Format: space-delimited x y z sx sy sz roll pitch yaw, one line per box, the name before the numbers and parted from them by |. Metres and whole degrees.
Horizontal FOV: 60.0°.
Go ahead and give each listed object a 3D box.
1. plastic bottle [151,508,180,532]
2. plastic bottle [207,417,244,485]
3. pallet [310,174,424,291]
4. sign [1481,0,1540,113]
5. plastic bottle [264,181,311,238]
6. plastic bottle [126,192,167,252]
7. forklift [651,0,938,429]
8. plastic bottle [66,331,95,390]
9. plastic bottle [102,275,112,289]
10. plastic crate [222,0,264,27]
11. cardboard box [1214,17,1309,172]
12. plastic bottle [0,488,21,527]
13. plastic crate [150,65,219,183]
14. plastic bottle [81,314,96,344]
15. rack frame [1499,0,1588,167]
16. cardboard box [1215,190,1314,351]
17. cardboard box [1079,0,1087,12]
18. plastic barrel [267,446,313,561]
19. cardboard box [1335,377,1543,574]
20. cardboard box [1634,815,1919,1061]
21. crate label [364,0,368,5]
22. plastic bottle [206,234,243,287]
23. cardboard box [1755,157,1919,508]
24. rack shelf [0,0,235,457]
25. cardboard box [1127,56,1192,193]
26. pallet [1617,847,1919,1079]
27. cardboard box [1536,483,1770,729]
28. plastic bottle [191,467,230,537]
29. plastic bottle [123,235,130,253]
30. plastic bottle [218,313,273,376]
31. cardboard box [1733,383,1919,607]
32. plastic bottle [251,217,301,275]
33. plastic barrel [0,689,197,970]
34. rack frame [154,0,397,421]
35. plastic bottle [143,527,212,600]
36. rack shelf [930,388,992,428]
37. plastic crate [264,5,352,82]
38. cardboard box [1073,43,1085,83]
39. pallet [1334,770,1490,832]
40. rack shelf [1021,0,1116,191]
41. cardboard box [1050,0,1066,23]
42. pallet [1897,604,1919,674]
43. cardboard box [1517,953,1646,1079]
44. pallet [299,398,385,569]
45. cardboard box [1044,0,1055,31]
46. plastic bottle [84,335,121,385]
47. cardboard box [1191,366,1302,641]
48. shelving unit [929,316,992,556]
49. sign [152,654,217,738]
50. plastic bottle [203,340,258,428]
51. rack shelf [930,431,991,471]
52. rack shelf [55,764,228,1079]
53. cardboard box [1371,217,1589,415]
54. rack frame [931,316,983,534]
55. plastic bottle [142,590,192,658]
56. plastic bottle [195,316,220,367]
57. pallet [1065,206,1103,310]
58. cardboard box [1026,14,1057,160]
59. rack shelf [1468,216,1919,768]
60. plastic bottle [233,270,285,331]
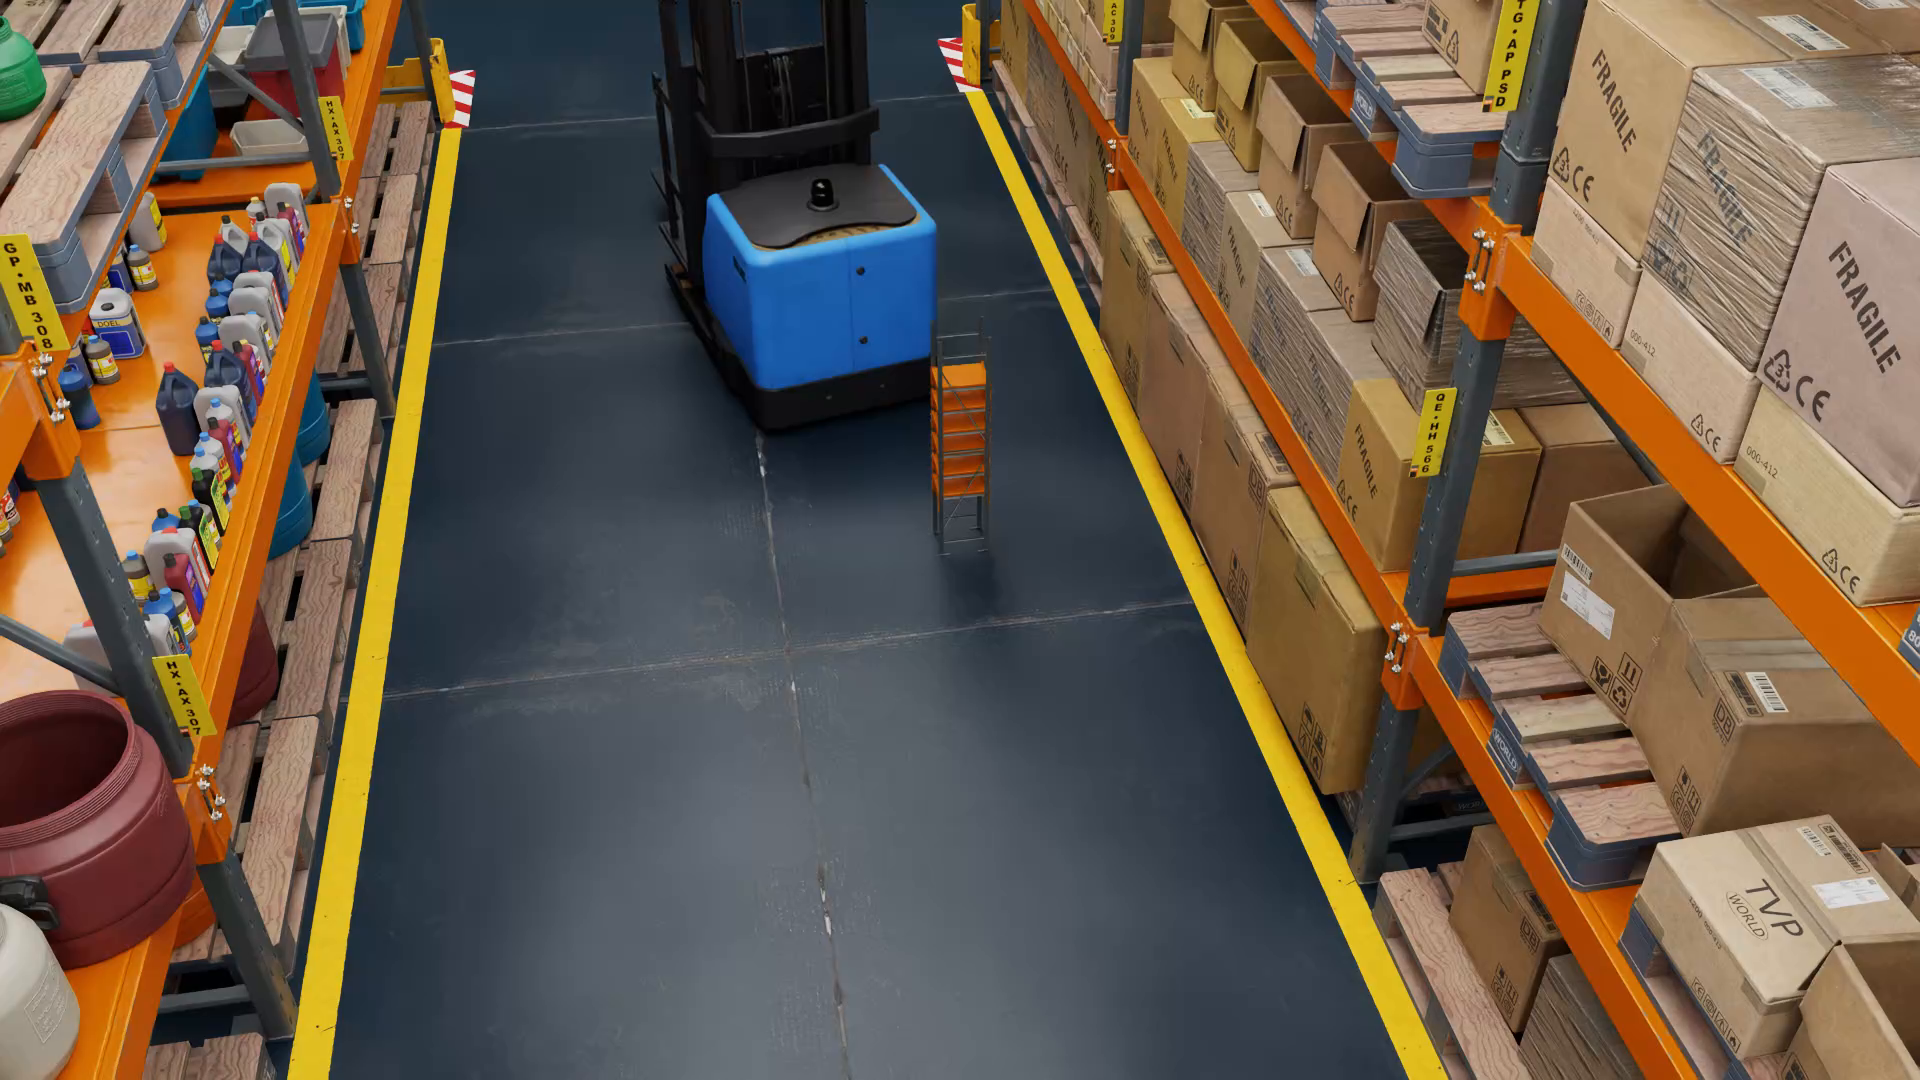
plastic bottle | -2.747 0.005 5.803 0.097 0.271 0.097 0 38 0
plastic bottle | -2.771 -0.356 6.259 0.061 0.283 0.133 -6 38 -8
pallet | -3.941 -1.897 10.419 1.003 0.211 1.213 -6 38 -8
sign | 1.473 -1.301 4.449 0.100 0.325 0.005 -6 38 -8
plastic bottle | -3.169 -1.567 7.823 0.152 0.276 0.135 -6 38 -8
plastic bottle | -3.807 -1.528 7.712 0.144 0.351 0.185 -6 38 -8
forklift | -1.136 -2.647 9.168 1.130 2.935 3.031 -14 40 -18
plastic bottle | -3.648 -0.751 6.772 0.152 0.276 0.135 -6 38 -8
plastic bottle | -3.793 -1.154 7.295 0.097 0.271 0.097 0 38 0
plastic crate | -4.255 -3.032 9.695 0.416 0.233 0.300 -6 38 -8
cardboard box | 1.549 -1.987 7.364 0.797 0.503 0.637 -6 38 -7
plastic bottle | -3.509 -0.146 6.055 0.097 0.201 0.097 0 38 0
plastic crate | -3.974 -2.082 8.349 0.392 0.384 0.575 -6 38 -8
plastic bottle | -3.688 -0.891 6.953 0.152 0.276 0.135 -6 38 -8
rack frame | 2.021 -2.305 3.782 1.000 3.000 0.127 -6 38 -8
cardboard box | 1.426 -1.170 7.129 0.500 0.500 0.500 -6 38 -7
cardboard box | 0.892 -3.259 9.168 0.500 0.500 0.500 -6 38 -7
plastic barrel | -3.354 -0.399 7.586 0.600 0.901 0.708 -6 38 -8
cardboard box | 1.690 -0.247 5.942 0.500 0.500 0.500 -5 38 -7
cardboard box | 2.088 0.994 4.205 0.500 0.250 0.500 -7 38 -9
crate label | -3.827 -3.340 10.170 0.396 0.136 0.243 -6 38 -8
plastic bottle | -3.183 -1.153 7.229 0.144 0.351 0.185 -6 38 -8
cardboard box | 2.030 -0.436 3.333 0.500 0.500 0.500 -7 38 -9
rack shelf | -3.206 -1.512 5.792 1.077 0.370 4.000 -6 38 -8
cardboard box | 1.154 -2.087 8.310 0.500 0.500 0.500 -6 38 -8
pallet | 2.408 1.331 4.148 1.003 0.211 1.213 -6 38 -8
cardboard box | 2.155 0.180 5.049 0.500 0.500 0.500 -11 39 -14
plastic bottle | -2.713 -0.158 6.004 0.061 0.283 0.133 -6 38 -8
plastic bottle | -3.889 -1.425 7.635 0.061 0.283 0.133 -6 38 -8
plastic bottle | -2.953 -0.821 6.862 0.152 0.276 0.135 -6 38 -8
cardboard box | 2.042 -0.131 3.550 0.500 0.250 0.500 -5 38 -7
plastic bottle | -3.105 -1.347 7.539 0.152 0.276 0.135 -6 38 -8
plastic barrel | -2.476 0.791 4.577 0.600 0.536 0.708 -6 38 -8
rack frame | -3.557 -1.819 8.047 1.000 3.000 0.127 -6 38 -8
plastic bottle | -2.694 0.070 5.716 0.152 0.276 0.135 -6 38 -8
rack shelf | 0.003 -0.620 7.651 0.258 0.103 0.180 -6 38 -8
plastic crate | -3.643 -2.738 9.278 0.437 0.282 0.530 -6 38 -8
cardboard box | 0.853 -2.712 9.401 0.380 0.149 0.250 -7 38 -9
pallet | 1.957 0.681 7.102 1.003 0.211 1.213 -6 38 -8
rack shelf | 0.969 -3.276 10.508 1.077 0.370 4.000 -6 38 -8
cardboard box | 0.801 -3.269 9.793 0.500 0.250 0.500 -5 38 -7
pallet | 2.534 0.359 2.951 1.213 0.211 1.003 -6 38 -8
cardboard box | 2.268 1.613 5.307 0.700 0.500 0.500 -9 39 -12
pallet | -3.462 -0.248 8.297 1.003 0.211 1.213 -6 38 -8
cardboard box | 0.718 -3.178 10.001 0.380 0.149 0.250 -7 38 -9
plastic bottle | -3.528 -0.746 6.827 0.097 0.201 0.097 0 38 0
cardboard box | 1.772 -0.221 7.379 1.225 0.875 0.875 -6 38 -8
shelving unit | 0.003 -0.465 7.771 0.258 1.200 0.189 -6 38 -8
sign | -2.315 0.469 4.969 0.100 0.325 0.005 -6 38 -8
plastic bottle | -2.880 -0.615 6.536 0.144 0.351 0.185 -6 38 -8
rack shelf | 0.003 -0.430 7.798 0.258 0.103 0.180 -6 38 -8
rack shelf | -2.505 2.089 3.603 1.077 0.370 4.000 -6 38 -8
cardboard box | 1.909 -0.815 5.855 0.797 0.503 0.637 -5 38 -6
rack frame | -0.013 -0.520 7.842 0.240 1.200 0.006 -6 38 -8
plastic bottle | -2.606 0.278 5.452 0.097 0.271 0.097 0 38 0
plastic bottle | -3.072 -0.794 6.832 0.097 0.271 0.097 0 38 0
pallet | 1.263 -1.719 10.190 1.003 0.211 1.213 -6 38 -8
cardboard box | 0.969 -3.167 11.172 0.875 0.875 0.875 -6 38 -8
rack shelf | 2.371 0.371 3.368 1.077 0.370 4.000 -6 38 -8
plastic bottle | -3.017 -1.042 7.147 0.152 0.276 0.135 -6 38 -8
